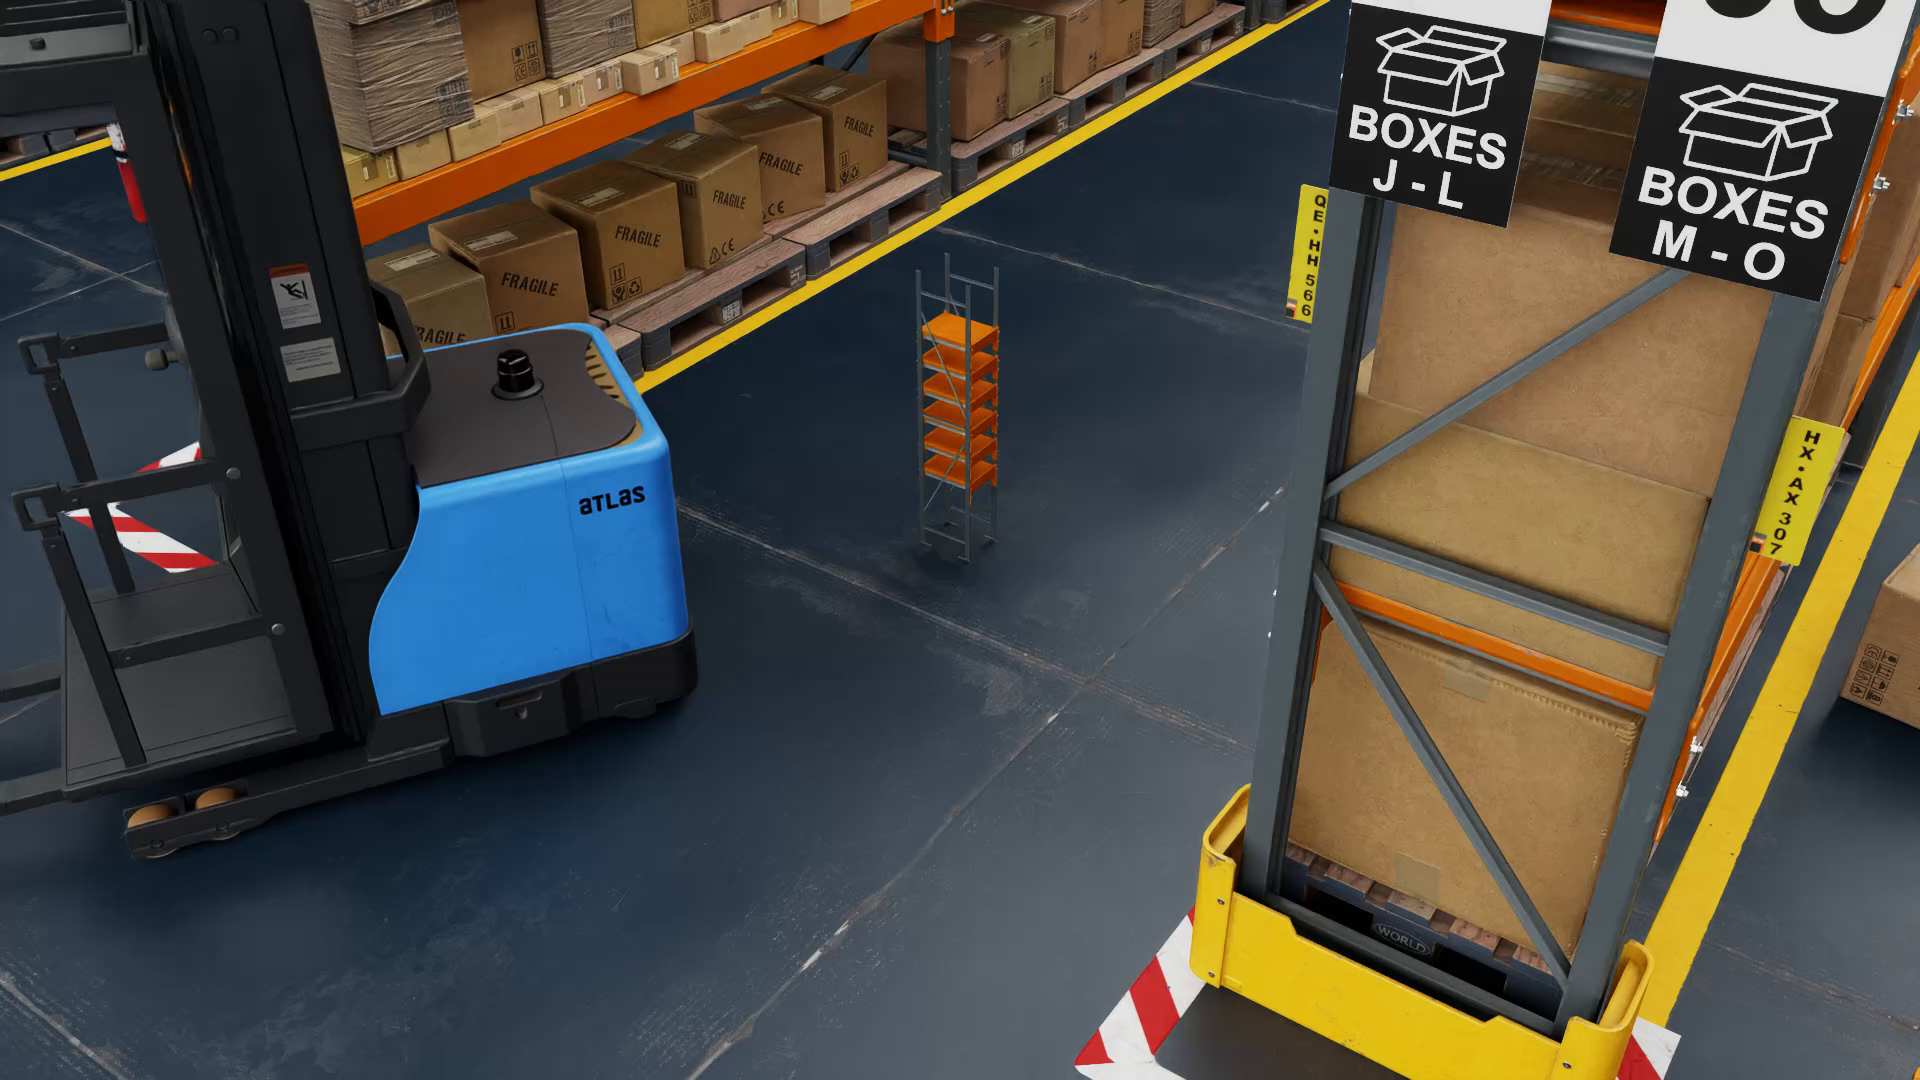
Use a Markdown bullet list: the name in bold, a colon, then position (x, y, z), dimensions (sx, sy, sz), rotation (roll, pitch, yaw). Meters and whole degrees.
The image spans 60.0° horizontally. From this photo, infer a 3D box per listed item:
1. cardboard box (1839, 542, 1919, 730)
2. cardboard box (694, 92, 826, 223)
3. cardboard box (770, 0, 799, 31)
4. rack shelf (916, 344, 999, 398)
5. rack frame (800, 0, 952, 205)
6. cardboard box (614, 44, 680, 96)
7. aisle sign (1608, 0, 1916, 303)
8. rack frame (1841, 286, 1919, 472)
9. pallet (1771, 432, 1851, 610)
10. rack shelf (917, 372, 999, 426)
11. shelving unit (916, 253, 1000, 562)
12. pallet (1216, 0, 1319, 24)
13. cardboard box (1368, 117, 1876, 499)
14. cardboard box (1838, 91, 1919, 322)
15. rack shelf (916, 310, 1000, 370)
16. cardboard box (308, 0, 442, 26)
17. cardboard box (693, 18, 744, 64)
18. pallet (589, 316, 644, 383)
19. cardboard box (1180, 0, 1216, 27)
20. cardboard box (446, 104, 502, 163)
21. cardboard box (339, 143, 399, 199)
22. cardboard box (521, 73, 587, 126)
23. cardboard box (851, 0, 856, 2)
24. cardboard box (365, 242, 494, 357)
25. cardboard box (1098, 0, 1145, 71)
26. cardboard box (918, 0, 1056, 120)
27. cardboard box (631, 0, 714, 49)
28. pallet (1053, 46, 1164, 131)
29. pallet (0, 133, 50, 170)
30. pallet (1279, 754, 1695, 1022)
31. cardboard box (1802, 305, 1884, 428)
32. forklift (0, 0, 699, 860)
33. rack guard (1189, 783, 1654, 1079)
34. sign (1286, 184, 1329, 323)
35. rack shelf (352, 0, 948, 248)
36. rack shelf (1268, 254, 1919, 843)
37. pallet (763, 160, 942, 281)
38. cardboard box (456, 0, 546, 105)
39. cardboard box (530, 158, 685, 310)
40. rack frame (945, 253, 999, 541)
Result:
- **cardboard box**: position (3.480, 0.350, 5.784), dimensions (0.500, 0.500, 0.500), rotation (29, 44, 36)
- **cardboard box**: position (-1.076, -2.059, 8.973), dimensions (0.500, 0.500, 0.500), rotation (-23, 40, -30)
- **cardboard box**: position (-1.020, -2.629, 8.184), dimensions (0.380, 0.149, 0.250), rotation (21, 39, 28)
- **rack shelf**: position (-0.008, -0.652, 6.294), dimensions (0.258, 0.103, 0.180), rotation (21, 39, 28)
- **rack frame**: position (-0.495, -3.357, 9.037), dimensions (1.000, 3.000, 0.127), rotation (21, 39, 28)
- **cardboard box**: position (-1.482, -2.127, 7.442), dimensions (0.380, 0.149, 0.250), rotation (21, 39, 28)
- **aisle sign**: position (1.448, -0.834, 2.985), dimensions (0.394, 0.787, 0.004), rotation (21, 39, 28)
- **rack frame**: position (3.523, -1.727, 6.625), dimensions (1.000, 3.000, 0.127), rotation (21, 39, 28)
- **pallet**: position (3.025, -0.246, 6.926), dimensions (1.003, 0.211, 1.213), rotation (21, 39, 28)
- **rack shelf**: position (-0.008, -0.553, 6.362), dimensions (0.258, 0.103, 0.180), rotation (21, 39, 28)
- **shelving unit**: position (-0.008, -0.490, 6.404), dimensions (0.258, 1.200, 0.189), rotation (21, 39, 28)
- **pallet**: position (2.298, -4.382, 13.041), dimensions (1.003, 0.211, 1.213), rotation (21, 39, 28)
- **cardboard box**: position (1.485, -0.554, 3.793), dimensions (0.875, 0.550, 0.550), rotation (21, 39, 28)
- **cardboard box**: position (2.154, -1.050, 4.528), dimensions (0.875, 0.550, 0.550), rotation (21, 39, 28)
- **rack shelf**: position (-0.008, -0.752, 6.227), dimensions (0.258, 0.103, 0.180), rotation (21, 39, 28)
- **cardboard box**: position (-2.238, -2.261, 6.169), dimensions (0.500, 0.500, 0.500), rotation (21, 39, 28)
- **cardboard box**: position (-1.243, -2.375, 7.808), dimensions (0.380, 0.149, 0.250), rotation (21, 39, 28)
- **pallet**: position (-2.240, -0.759, 7.684), dimensions (1.003, 0.211, 1.213), rotation (21, 39, 28)
- **cardboard box**: position (1.421, -4.030, 11.871), dimensions (0.700, 0.500, 0.500), rotation (19, 38, 26)
- **cardboard box**: position (-2.104, -1.687, 6.791), dimensions (0.380, 0.149, 0.250), rotation (21, 39, 28)
- **cardboard box**: position (-2.417, -1.467, 6.467), dimensions (0.380, 0.149, 0.250), rotation (21, 39, 28)
- **cardboard box**: position (-1.830, -1.921, 7.137), dimensions (0.380, 0.149, 0.250), rotation (21, 39, 28)
- **cardboard box**: position (-0.718, -2.853, 8.515), dimensions (0.380, 0.149, 0.250), rotation (21, 39, 28)
- **cardboard box**: position (-2.405, -0.937, 7.314), dimensions (0.500, 0.500, 0.500), rotation (-29, 43, -35)
- **cardboard box**: position (0.797, -3.508, 11.098), dimensions (0.700, 0.500, 0.500), rotation (25, 41, 32)
- **cardboard box**: position (0.161, -2.993, 10.337), dimensions (0.700, 0.500, 0.500), rotation (21, 39, 28)
- **cardboard box**: position (-1.637, -2.637, 7.616), dimensions (0.875, 0.500, 0.500), rotation (21, 39, 28)
- **pallet**: position (0.643, -3.125, 11.182), dimensions (1.003, 0.211, 1.213), rotation (21, 39, 28)
- **pallet**: position (-6.372, -2.366, 10.060), dimensions (1.003, 0.211, 1.213), rotation (21, 39, 28)
- **pallet**: position (1.633, 0.876, 5.266), dimensions (1.003, 0.211, 1.213), rotation (21, 39, 28)
- **cardboard box**: position (2.134, -0.611, 4.842), dimensions (0.875, 0.550, 0.550), rotation (21, 39, 28)
- **forklift**: position (-2.487, -0.547, 4.942), dimensions (3.031, 2.935, 1.130), rotation (-14, 37, -20)
- **rack guard**: position (1.228, 1.161, 4.587), dimensions (1.175, 0.500, 0.348), rotation (21, 39, 28)
- **sign**: position (0.804, -0.643, 3.778), dimensions (0.100, 0.325, 0.005), rotation (21, 39, 28)
- **rack shelf**: position (-1.635, -2.139, 7.877), dimensions (1.077, 0.370, 4.000), rotation (21, 39, 28)
- **rack shelf**: position (2.382, -0.508, 5.466), dimensions (1.077, 0.370, 4.000), rotation (21, 39, 28)
- **pallet**: position (-0.848, -1.882, 9.344), dimensions (1.003, 0.211, 1.213), rotation (21, 39, 28)
- **cardboard box**: position (-2.253, -2.194, 6.962), dimensions (0.875, 0.500, 0.500), rotation (21, 39, 28)
- **cardboard box**: position (-1.720, -1.505, 8.155), dimensions (0.500, 0.500, 0.500), rotation (25, 42, 32)
- **rack frame**: position (0.044, -0.532, 6.466), dimensions (0.240, 1.200, 0.006), rotation (21, 39, 28)
